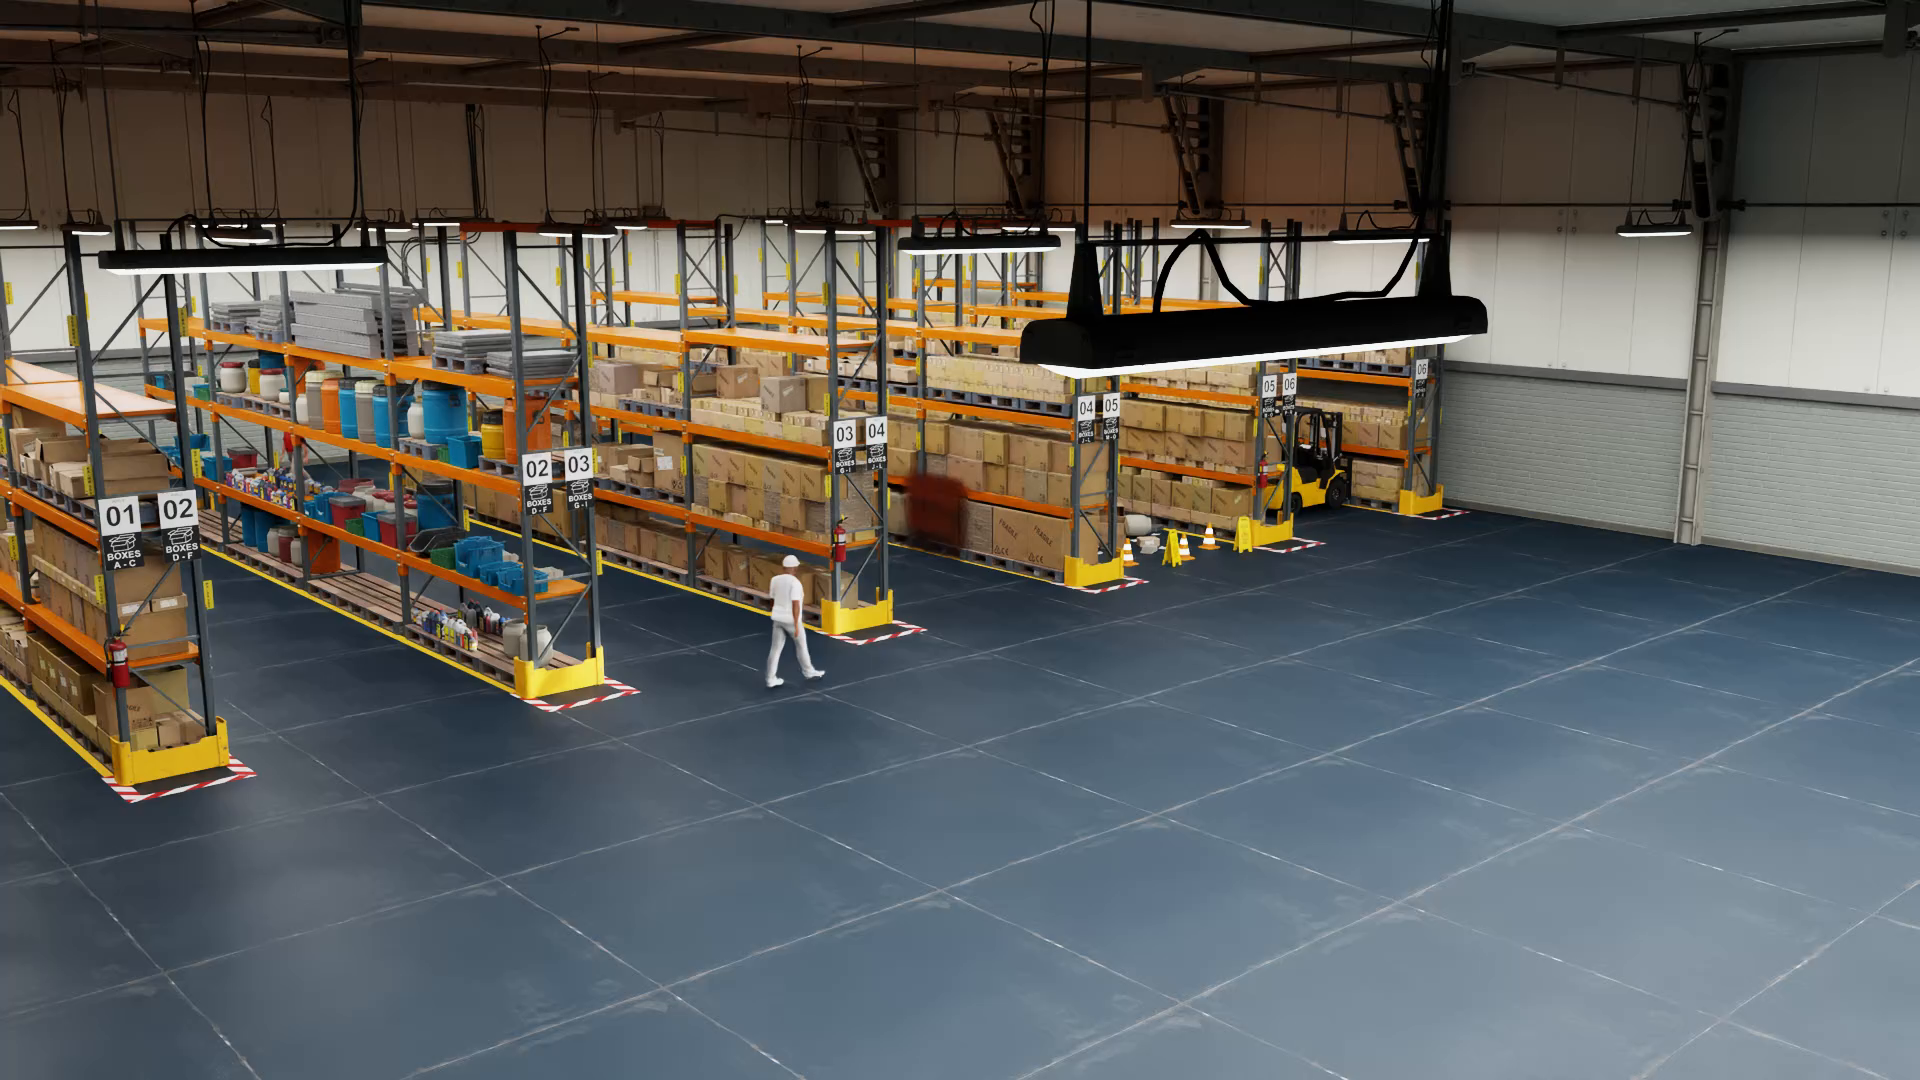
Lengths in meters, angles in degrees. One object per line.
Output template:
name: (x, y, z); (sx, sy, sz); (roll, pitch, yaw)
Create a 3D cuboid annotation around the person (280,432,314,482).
person: (-14.740, -1.865, 36.848); (0.567, 1.691, 1.037); (6, 13, 27)

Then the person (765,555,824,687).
person: (-2.271, 1.049, 22.214); (0.619, 1.701, 0.969); (8, 14, 33)

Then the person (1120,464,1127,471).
person: (3.553, -1.823, 36.425); (0.583, 1.784, 0.553); (-10, 15, -41)

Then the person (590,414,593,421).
person: (-9.353, -2.749, 41.377); (0.515, 1.586, 0.423); (0, 11, -2)
